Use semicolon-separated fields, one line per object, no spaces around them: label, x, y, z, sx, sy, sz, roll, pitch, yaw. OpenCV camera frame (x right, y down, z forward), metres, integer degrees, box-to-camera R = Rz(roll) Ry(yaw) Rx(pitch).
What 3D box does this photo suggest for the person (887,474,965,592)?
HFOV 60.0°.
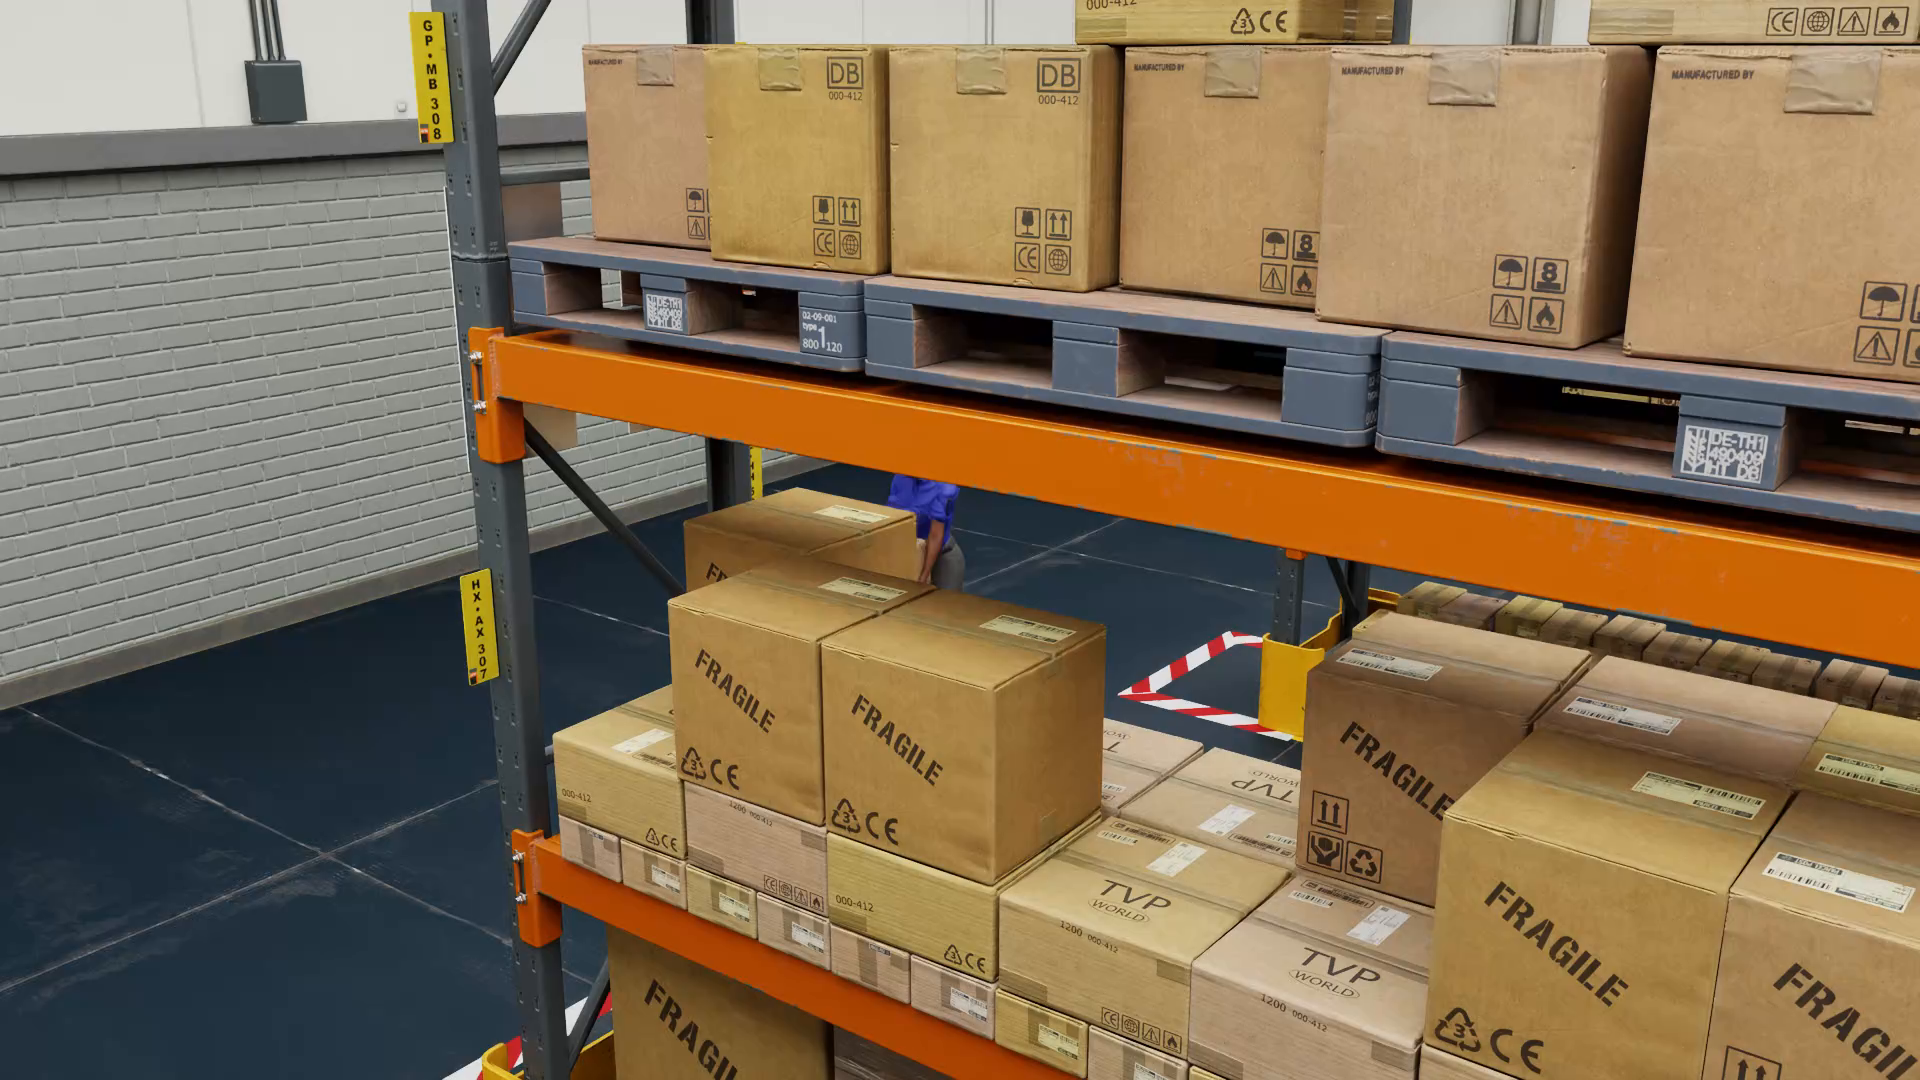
person;-0.213;0.178;8.991;0.412;1.647;0.529;12;20;34
